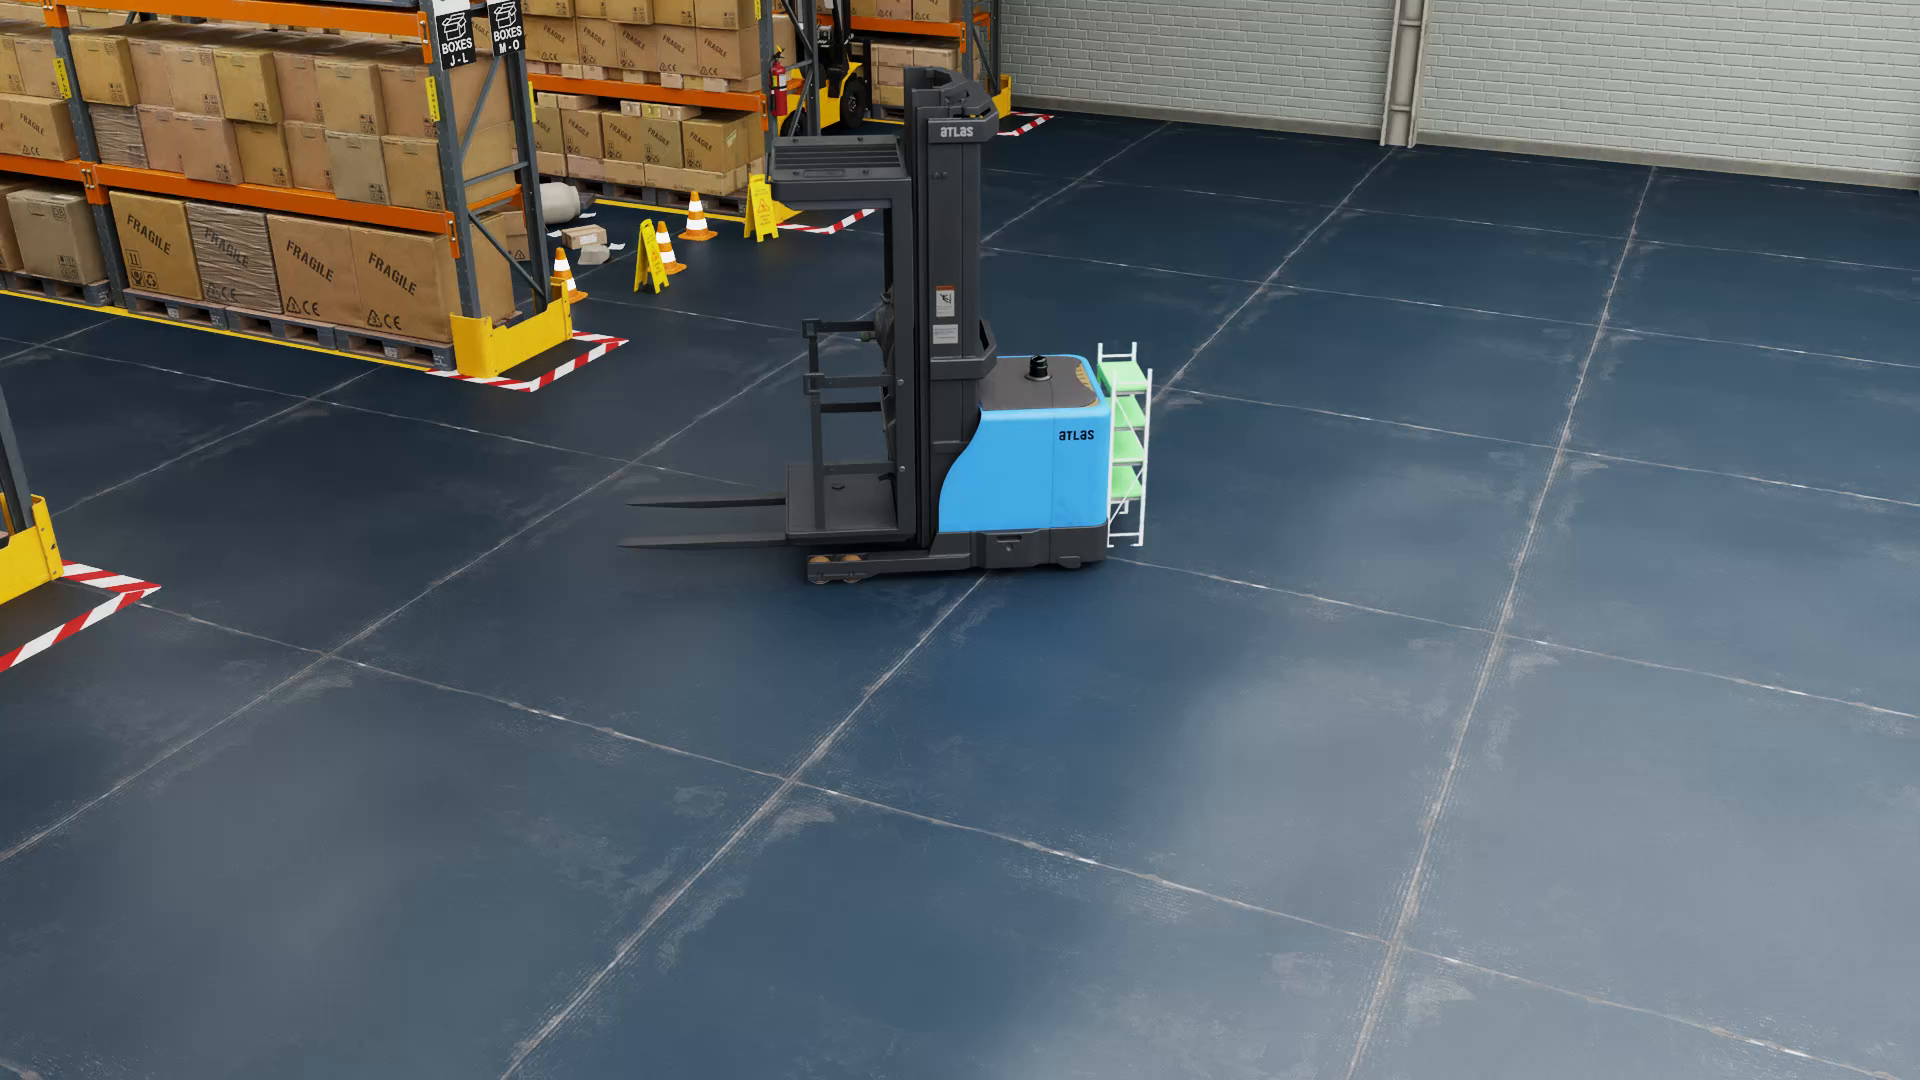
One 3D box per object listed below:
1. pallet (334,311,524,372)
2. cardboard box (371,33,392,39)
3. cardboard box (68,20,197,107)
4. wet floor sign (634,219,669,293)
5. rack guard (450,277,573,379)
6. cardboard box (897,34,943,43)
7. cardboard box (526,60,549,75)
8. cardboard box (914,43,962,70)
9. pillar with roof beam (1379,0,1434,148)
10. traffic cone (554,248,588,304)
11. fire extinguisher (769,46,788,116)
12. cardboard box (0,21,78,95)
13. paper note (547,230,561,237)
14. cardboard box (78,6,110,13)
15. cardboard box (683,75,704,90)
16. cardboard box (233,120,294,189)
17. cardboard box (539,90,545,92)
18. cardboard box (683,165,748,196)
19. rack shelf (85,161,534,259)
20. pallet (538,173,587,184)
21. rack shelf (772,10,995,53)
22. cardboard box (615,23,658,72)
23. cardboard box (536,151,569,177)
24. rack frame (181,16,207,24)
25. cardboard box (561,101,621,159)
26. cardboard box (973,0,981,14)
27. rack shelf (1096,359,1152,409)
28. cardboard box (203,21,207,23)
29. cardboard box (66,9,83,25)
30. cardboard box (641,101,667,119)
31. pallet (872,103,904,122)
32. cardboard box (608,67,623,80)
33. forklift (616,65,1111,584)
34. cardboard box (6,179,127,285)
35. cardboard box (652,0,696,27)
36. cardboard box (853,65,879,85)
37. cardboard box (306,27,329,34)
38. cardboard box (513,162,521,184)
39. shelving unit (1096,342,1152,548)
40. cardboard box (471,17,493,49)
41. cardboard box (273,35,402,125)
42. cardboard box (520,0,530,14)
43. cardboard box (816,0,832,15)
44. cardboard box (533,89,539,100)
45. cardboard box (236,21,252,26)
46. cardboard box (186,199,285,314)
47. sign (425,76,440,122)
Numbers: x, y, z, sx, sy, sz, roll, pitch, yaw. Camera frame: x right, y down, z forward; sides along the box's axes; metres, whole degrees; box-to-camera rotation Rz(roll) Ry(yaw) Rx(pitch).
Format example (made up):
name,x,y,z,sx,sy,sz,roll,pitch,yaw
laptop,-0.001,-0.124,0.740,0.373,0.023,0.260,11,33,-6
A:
name,x,y,z,sx,sy,sz,roll,pitch,yaw
pallet,-4.487,-1.769,14.104,1.213,0.211,1.003,11,28,22
cardboard box,-6.476,-5.792,18.927,0.250,0.149,0.380,11,28,21
cardboard box,-7.046,-4.107,14.303,0.550,0.550,0.875,11,28,22
wet floor sign,-2.881,-2.640,15.381,0.232,0.644,0.267,6,27,13
rack guard,-3.705,-1.779,13.798,0.348,0.500,1.175,11,28,22
cardboard box,-0.534,-6.568,22.199,0.500,0.250,0.500,11,28,22
cardboard box,-4.540,-5.225,18.251,0.250,0.149,0.380,12,29,23
cardboard box,-0.267,-6.273,21.600,0.500,0.250,0.500,12,29,24
pillar with roof beam,3.701,-7.264,15.315,0.400,9.000,9.100,11,28,22
traffic cone,-3.622,-2.435,15.172,0.334,0.463,0.336,11,28,22
fire extinguisher,-1.856,-4.673,16.933,0.183,0.674,0.296,11,28,22
cardboard box,-8.291,-4.311,14.866,0.500,0.500,0.700,11,28,21
paper note,-4.165,-3.165,17.156,0.142,0.019,0.148,23,35,39
cardboard box,-10.541,-6.698,20.562,0.500,0.250,0.500,11,28,20
cardboard box,-2.700,-4.841,17.471,0.250,0.149,0.380,11,28,21
cardboard box,-5.550,-3.347,13.982,0.500,0.550,0.875,11,28,22
cardboard box,-4.761,-4.936,19.169,0.500,0.500,0.500,11,28,21
cardboard box,-2.639,-3.913,17.939,0.500,0.250,0.500,11,28,22
rack shelf,-5.547,-2.948,14.156,4.000,0.370,1.077,11,28,22
pallet,-4.785,-4.286,19.216,1.213,0.211,1.003,11,28,22
rack shelf,-1.539,-6.953,22.291,4.000,0.370,1.077,11,28,22
cardboard box,-3.286,-5.267,17.602,0.500,0.500,0.500,11,28,22
cardboard box,-4.495,-4.291,18.706,0.500,0.250,0.500,13,29,25
rack frame,-9.052,-6.377,20.306,0.127,3.000,1.000,11,28,22
cardboard box,-4.022,-4.531,18.346,0.500,0.500,0.500,13,29,24
cardboard box,-0.054,-7.157,21.779,0.500,0.500,0.500,12,29,23
rack shelf,1.026,-0.979,10.438,0.258,0.148,0.480,-3,26,-5
cardboard box,-9.394,-6.500,20.726,0.500,0.250,0.500,11,28,21
cardboard box,-11.019,-6.565,20.858,0.500,0.250,0.500,11,28,21
cardboard box,-3.196,-4.625,17.802,0.250,0.149,0.380,12,29,23
pallet,-0.432,-5.782,22.256,1.213,0.211,1.003,11,28,22
cardboard box,-3.582,-5.071,17.938,0.250,0.149,0.380,11,28,22
forklift,-0.627,-1.289,10.051,3.031,2.935,1.130,-2,26,-5
cardboard box,-7.970,-2.893,15.301,0.750,0.750,1.050,11,28,22
cardboard box,-2.783,-5.642,17.232,0.500,0.500,0.700,12,29,22
cardboard box,-1.222,-6.235,22.089,0.500,0.250,0.500,11,28,21
cardboard box,-7.382,-6.003,19.356,0.250,0.149,0.380,12,29,23
cardboard box,-4.999,-3.782,17.863,0.500,0.500,0.500,-12,29,-23
shelving unit,1.026,-0.606,10.622,0.258,1.200,0.503,-3,26,-5
cardboard box,-5.126,-5.631,18.341,0.500,0.500,0.500,11,28,22
cardboard box,-5.041,-3.761,13.600,0.550,0.550,0.875,11,28,22
cardboard box,-4.644,-6.002,17.963,0.500,0.500,0.700,12,28,22
cardboard box,-1.672,-7.219,21.904,0.500,0.500,0.500,12,28,22
cardboard box,-4.897,-4.964,18.491,0.250,0.149,0.380,12,29,23
cardboard box,-8.360,-6.184,19.724,0.250,0.149,0.380,9,28,18
cardboard box,-6.002,-2.565,14.494,0.875,0.875,0.875,12,28,22
sign,-3.964,-3.315,12.508,0.005,0.325,0.100,11,28,22
